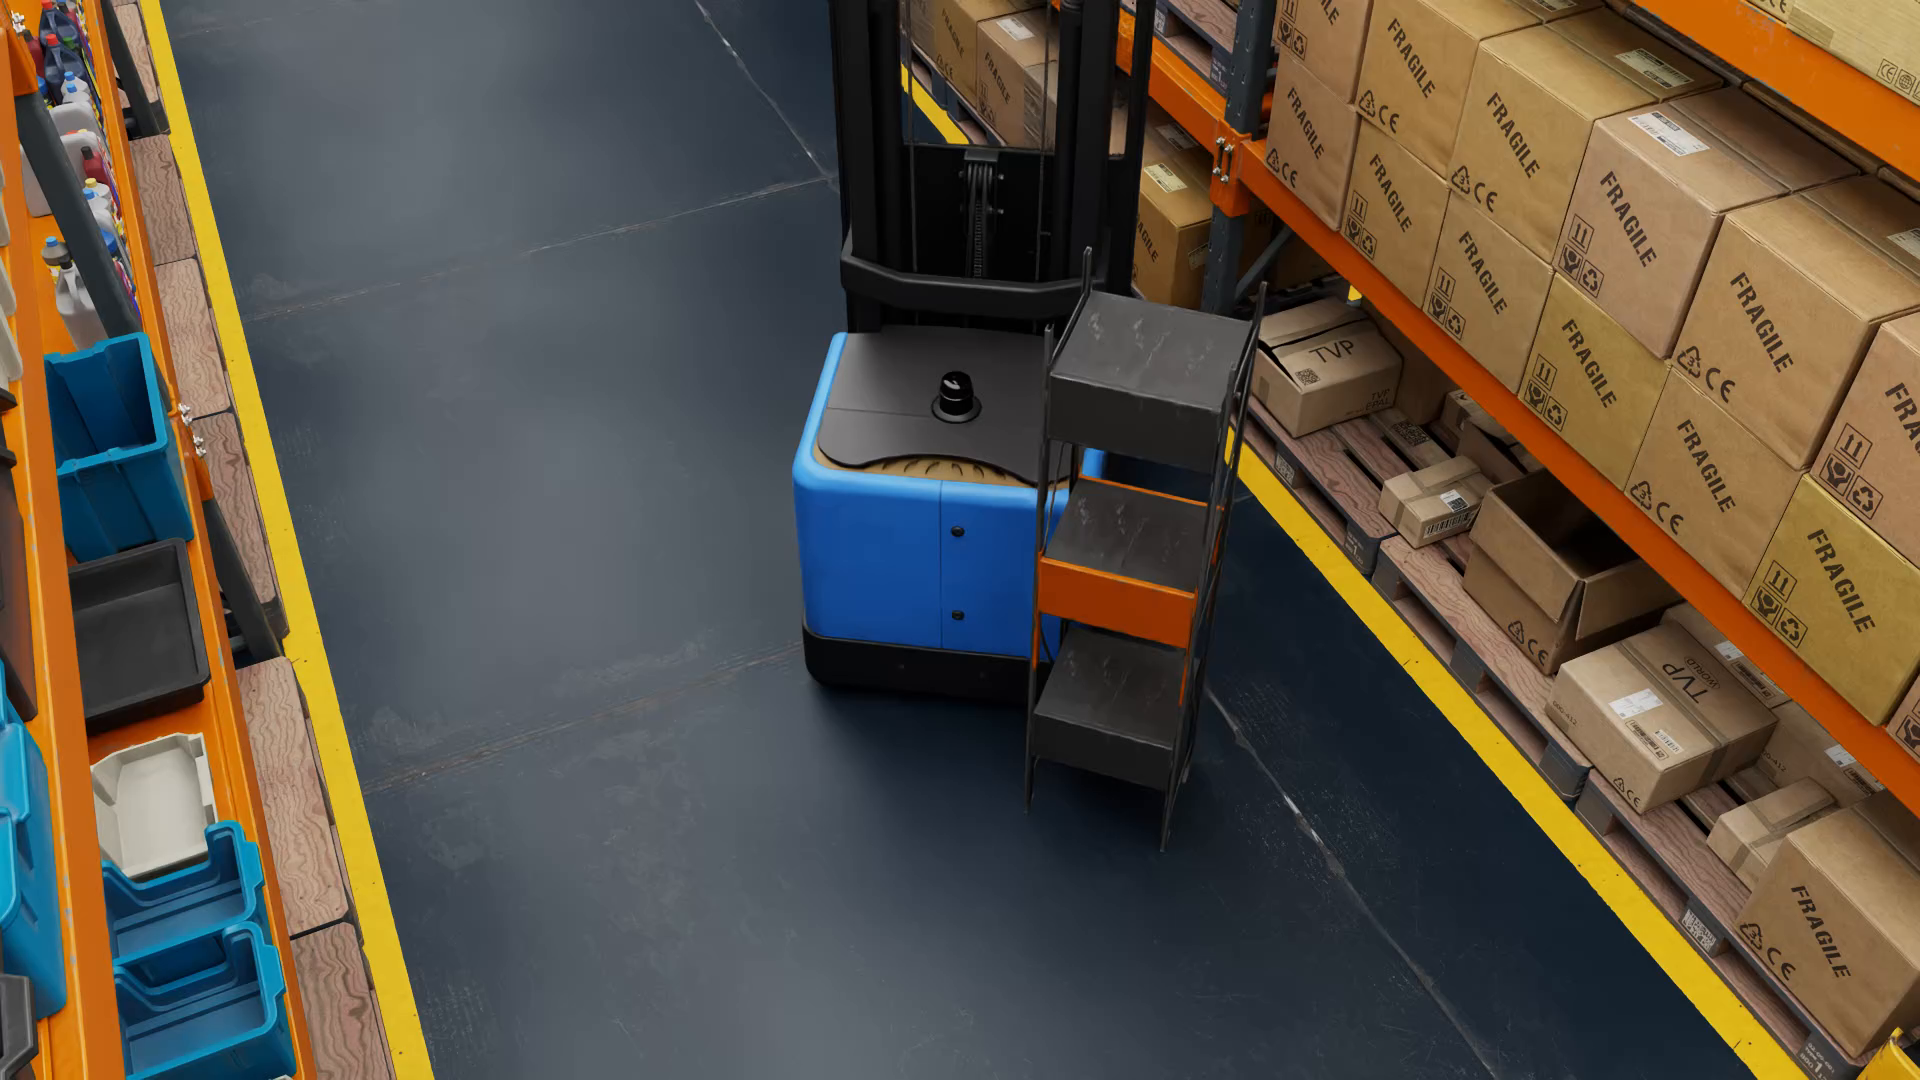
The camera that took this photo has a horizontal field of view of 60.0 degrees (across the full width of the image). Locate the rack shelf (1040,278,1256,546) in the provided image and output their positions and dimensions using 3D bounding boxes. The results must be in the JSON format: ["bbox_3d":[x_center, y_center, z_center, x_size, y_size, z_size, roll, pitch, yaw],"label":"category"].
[{"bbox_3d":[0.522,-0.359,4.641,0.480,0.518,0.431,14,46,13],"label":"rack shelf"}]

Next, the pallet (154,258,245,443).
[{"bbox_3d":[-3.784,-0.719,7.328,1.003,0.211,1.213,-18,47,-17],"label":"pallet"}]

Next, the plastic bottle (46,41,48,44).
[{"bbox_3d":[-3.546,-1.855,6.578,0.061,0.283,0.133,-18,47,-17],"label":"plastic bottle"}]

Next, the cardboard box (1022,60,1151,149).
[{"bbox_3d":[0.637,-2.023,8.131,0.500,0.500,0.500,-17,47,-17],"label":"cardboard box"}]

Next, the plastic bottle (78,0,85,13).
[{"bbox_3d":[-3.853,-2.363,7.151,0.097,0.201,0.097,0,45,0],"label":"plastic bottle"}]

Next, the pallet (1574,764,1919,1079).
[{"bbox_3d":[2.829,1.097,5.489,1.003,0.211,1.213,-18,47,-17],"label":"pallet"}]

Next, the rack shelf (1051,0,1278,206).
[{"bbox_3d":[0.675,-2.907,8.073,1.077,0.370,4.000,-18,47,-17],"label":"rack shelf"}]

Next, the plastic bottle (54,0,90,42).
[{"bbox_3d":[-3.730,-2.177,6.962,0.097,0.201,0.097,0,45,0],"label":"plastic bottle"}]

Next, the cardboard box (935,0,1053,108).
[{"bbox_3d":[0.197,-2.677,8.794,0.500,0.500,0.500,-19,48,-18],"label":"cardboard box"}]

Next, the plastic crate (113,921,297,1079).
[{"bbox_3d":[-1.657,1.065,3.611,0.416,0.233,0.300,-18,47,-17],"label":"plastic crate"}]

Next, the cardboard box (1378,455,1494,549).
[{"bbox_3d":[1.868,-0.157,6.478,0.380,0.166,0.250,-18,47,-17],"label":"cardboard box"}]

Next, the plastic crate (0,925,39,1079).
[{"bbox_3d":[-1.207,0.772,1.790,0.497,0.269,0.590,-18,47,-17],"label":"plastic crate"}]

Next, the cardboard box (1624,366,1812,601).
[{"bbox_3d":[2.336,-0.230,4.776,0.500,0.500,0.500,-18,47,-17],"label":"cardboard box"}]

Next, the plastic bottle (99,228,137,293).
[{"bbox_3d":[-2.910,-0.958,5.676,0.097,0.271,0.097,0,45,0],"label":"plastic bottle"}]

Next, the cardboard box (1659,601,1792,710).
[{"bbox_3d":[2.806,0.415,5.839,0.500,0.250,0.500,-18,47,-17],"label":"cardboard box"}]

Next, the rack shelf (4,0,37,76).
[{"bbox_3d":[-3.821,-2.515,5.539,1.077,0.370,4.000,-18,47,-17],"label":"rack shelf"}]

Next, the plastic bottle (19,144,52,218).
[{"bbox_3d":[-3.357,-1.337,6.058,0.152,0.276,0.135,-18,47,-17],"label":"plastic bottle"}]

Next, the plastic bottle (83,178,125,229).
[{"bbox_3d":[-3.089,-1.205,5.977,0.097,0.201,0.097,0,45,0],"label":"plastic bottle"}]

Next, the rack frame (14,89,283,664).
[{"bbox_3d":[-2.980,-0.429,5.049,1.000,3.000,0.127,-18,47,-17],"label":"rack frame"}]

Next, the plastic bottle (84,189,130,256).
[{"bbox_3d":[-3.007,-1.105,5.826,0.097,0.271,0.097,0,45,0],"label":"plastic bottle"}]

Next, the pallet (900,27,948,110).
[{"bbox_3d":[0.113,-2.958,9.598,1.003,0.211,1.213,-18,47,-17],"label":"pallet"}]

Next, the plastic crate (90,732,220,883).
[{"bbox_3d":[-1.975,0.665,4.086,0.293,0.136,0.466,-18,47,-17],"label":"plastic crate"}]

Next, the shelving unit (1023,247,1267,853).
[{"bbox_3d":[0.522,0.130,5.123,0.503,2.100,0.431,14,46,13],"label":"shelving unit"}]

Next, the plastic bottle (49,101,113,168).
[{"bbox_3d":[-3.316,-1.530,6.253,0.152,0.276,0.135,-18,47,-17],"label":"plastic bottle"}]

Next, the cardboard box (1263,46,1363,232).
[{"bbox_3d":[1.483,-1.519,6.083,0.500,0.500,0.500,-17,47,-16],"label":"cardboard box"}]

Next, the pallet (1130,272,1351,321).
[{"bbox_3d":[1.139,-1.404,8.022,1.003,0.211,1.213,-18,47,-17],"label":"pallet"}]

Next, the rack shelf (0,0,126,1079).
[{"bbox_3d":[-2.139,0.034,2.956,1.077,0.370,4.000,-18,47,-17],"label":"rack shelf"}]

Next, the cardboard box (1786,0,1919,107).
[{"bbox_3d":[2.320,-1.240,3.843,0.500,0.250,0.500,-18,47,-17],"label":"cardboard box"}]

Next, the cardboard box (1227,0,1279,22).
[{"bbox_3d":[1.519,-2.442,6.719,0.700,0.500,0.500,-34,54,-30],"label":"cardboard box"}]

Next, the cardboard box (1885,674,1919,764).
[{"bbox_3d":[2.762,0.419,4.118,0.500,0.500,0.500,-17,47,-16],"label":"cardboard box"}]

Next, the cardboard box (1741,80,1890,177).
[{"bbox_3d":[2.603,-1.067,4.912,0.500,0.500,0.500,-18,48,-18],"label":"cardboard box"}]

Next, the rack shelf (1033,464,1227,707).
[{"bbox_3d":[0.522,0.140,5.133,0.480,0.518,0.431,14,46,13],"label":"rack shelf"}]

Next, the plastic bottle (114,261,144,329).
[{"bbox_3d":[-2.804,-0.832,5.540,0.061,0.283,0.133,-18,47,-17],"label":"plastic bottle"}]

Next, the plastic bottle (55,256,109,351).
[{"bbox_3d":[-2.851,-0.757,5.416,0.144,0.351,0.185,-18,47,-17],"label":"plastic bottle"}]

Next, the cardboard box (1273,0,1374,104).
[{"bbox_3d":[1.458,-1.897,5.754,0.500,0.500,0.500,-17,47,-16],"label":"cardboard box"}]

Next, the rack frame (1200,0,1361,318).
[{"bbox_3d":[1.515,-1.889,6.529,1.000,3.000,0.127,-18,47,-17],"label":"rack frame"}]

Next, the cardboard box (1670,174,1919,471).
[{"bbox_3d":[2.325,-0.585,4.424,0.500,0.500,0.500,-17,47,-16],"label":"cardboard box"}]

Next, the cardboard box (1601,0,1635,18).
[{"bbox_3d":[2.181,-1.709,5.563,0.500,0.500,0.500,-19,48,-18],"label":"cardboard box"}]

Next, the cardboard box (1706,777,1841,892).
[{"bbox_3d":[2.657,0.954,5.352,0.380,0.166,0.250,-18,47,-17],"label":"cardboard box"}]

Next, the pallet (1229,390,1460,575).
[{"bbox_3d":[1.803,-0.458,7.064,1.003,0.211,1.213,-18,47,-17],"label":"pallet"}]

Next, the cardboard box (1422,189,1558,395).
[{"bbox_3d":[1.909,-0.874,5.429,0.500,0.500,0.500,-18,47,-18],"label":"cardboard box"}]

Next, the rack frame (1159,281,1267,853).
[{"bbox_3d":[0.753,0.186,5.066,0.015,2.100,0.400,14,46,13],"label":"rack frame"}]

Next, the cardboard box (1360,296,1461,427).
[{"bbox_3d":[2.012,-0.877,6.969,0.500,0.500,0.500,-18,47,-17],"label":"cardboard box"}]

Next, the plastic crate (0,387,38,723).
[{"bbox_3d":[-1.691,0.020,2.503,0.504,0.338,0.767,-18,47,-17],"label":"plastic crate"}]

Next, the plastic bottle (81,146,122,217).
[{"bbox_3d":[-3.121,-1.313,6.028,0.061,0.283,0.133,-18,47,-17],"label":"plastic bottle"}]

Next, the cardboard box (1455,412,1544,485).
[{"bbox_3d":[2.328,-0.331,6.551,0.500,0.311,0.500,-18,47,-17],"label":"cardboard box"}]

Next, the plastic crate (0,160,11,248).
[{"bbox_3d":[-2.100,-0.704,3.380,0.293,0.136,0.466,-18,47,-17],"label":"plastic crate"}]

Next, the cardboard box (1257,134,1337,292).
[{"bbox_3d":[1.533,-1.536,7.638,0.500,0.500,0.500,-20,48,-19],"label":"cardboard box"}]

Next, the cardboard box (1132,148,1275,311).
[{"bbox_3d":[1.048,-1.386,7.485,0.500,0.500,0.500,-18,47,-18],"label":"cardboard box"}]

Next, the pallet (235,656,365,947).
[{"bbox_3d":[-2.636,1.021,5.565,1.003,0.211,1.213,-18,47,-17],"label":"pallet"}]

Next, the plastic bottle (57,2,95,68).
[{"bbox_3d":[-3.624,-2.076,6.801,0.061,0.283,0.133,-18,47,-17],"label":"plastic bottle"}]

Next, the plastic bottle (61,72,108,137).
[{"bbox_3d":[-3.381,-1.672,6.401,0.097,0.271,0.097,0,45,0],"label":"plastic bottle"}]

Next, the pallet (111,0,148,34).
[{"bbox_3d":[-5.462,-3.266,9.910,1.003,0.211,1.213,-18,47,-17],"label":"pallet"}]

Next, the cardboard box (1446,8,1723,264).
[{"bbox_3d":[1.891,-1.241,5.089,0.500,0.500,0.500,-19,48,-19],"label":"cardboard box"}]

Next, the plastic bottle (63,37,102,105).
[{"bbox_3d":[-3.491,-1.873,6.596,0.061,0.283,0.133,-18,47,-17],"label":"plastic bottle"}]

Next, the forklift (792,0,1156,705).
[{"bbox_3d":[0.140,-1.481,6.164,1.130,2.935,3.031,6,45,6],"label":"forklift"}]
